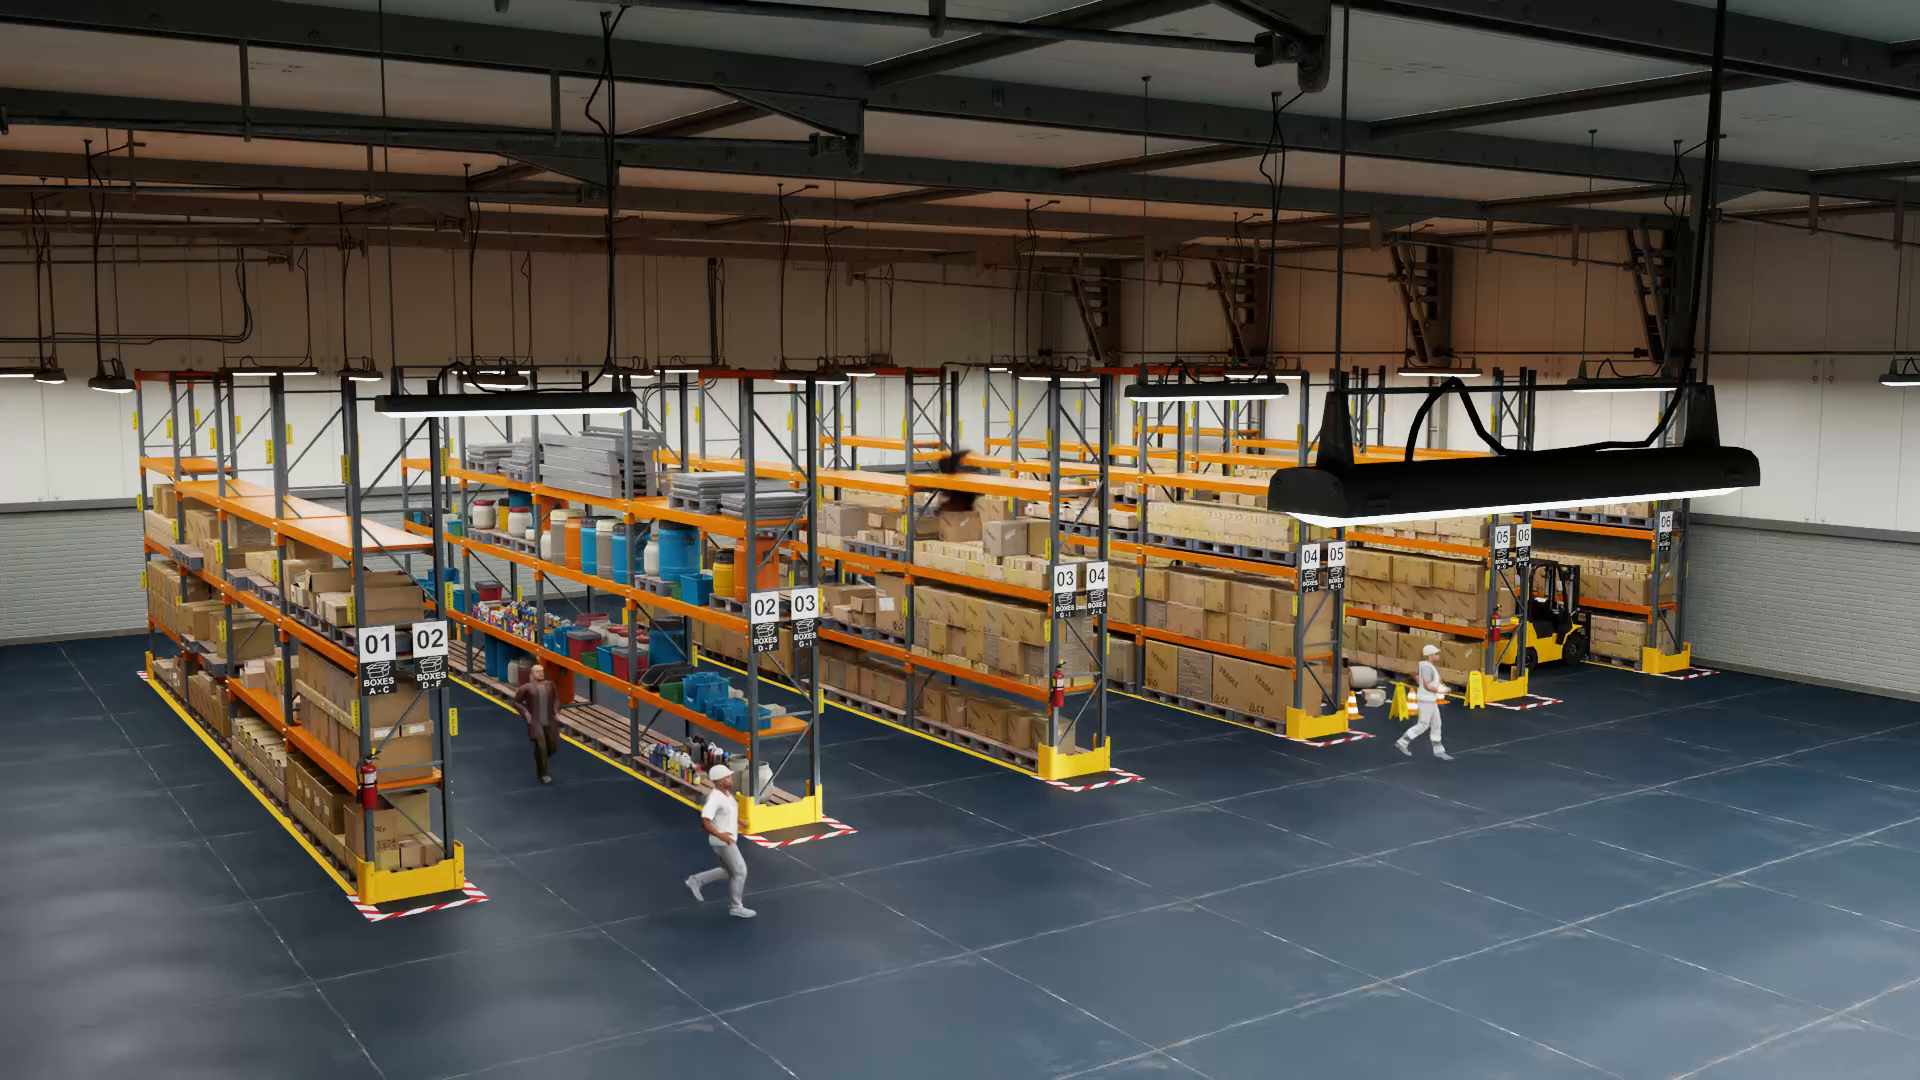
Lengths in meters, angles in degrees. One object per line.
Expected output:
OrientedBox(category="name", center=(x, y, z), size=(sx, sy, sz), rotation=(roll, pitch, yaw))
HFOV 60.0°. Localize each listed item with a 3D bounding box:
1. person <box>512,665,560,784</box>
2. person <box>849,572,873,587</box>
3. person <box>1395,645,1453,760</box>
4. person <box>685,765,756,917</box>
OrientedBox(category="person", center=(-6.231, 2.698, 24.595), size=(0.713, 1.730, 0.754), rotation=(-5, 8, -37))
OrientedBox(category="person", center=(-2.589, 0.737, 42.373), size=(0.788, 1.675, 0.795), rotation=(2, 7, 17))
OrientedBox(category="person", center=(7.242, 2.519, 25.856), size=(0.885, 1.806, 0.681), rotation=(2, 7, 16))
OrientedBox(category="person", center=(-2.675, 3.379, 18.643), size=(0.750, 1.748, 0.692), rotation=(0, 6, -4))
